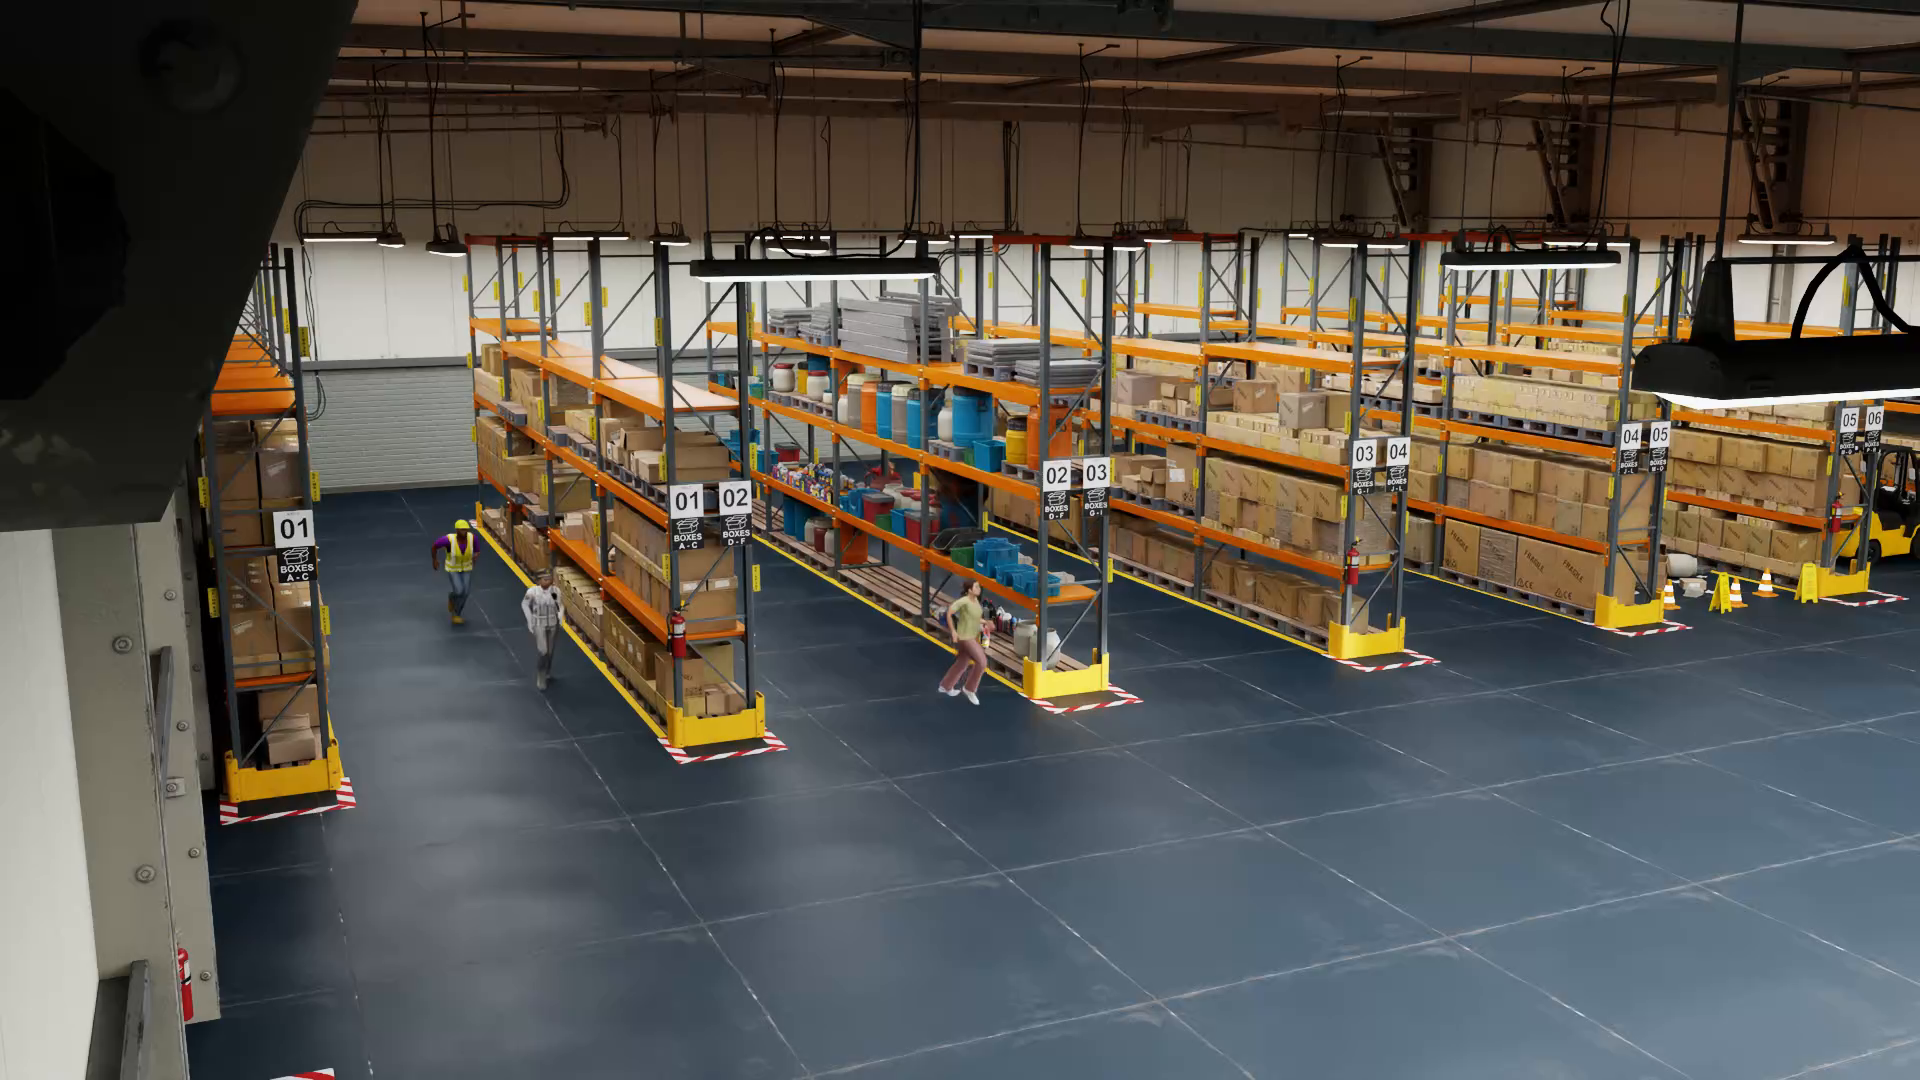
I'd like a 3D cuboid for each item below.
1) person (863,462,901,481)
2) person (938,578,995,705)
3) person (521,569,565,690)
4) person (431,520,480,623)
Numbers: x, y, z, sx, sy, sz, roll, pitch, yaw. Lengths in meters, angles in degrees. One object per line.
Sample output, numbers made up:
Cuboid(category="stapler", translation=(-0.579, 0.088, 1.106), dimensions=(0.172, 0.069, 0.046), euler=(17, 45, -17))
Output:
Cuboid(category="person", translation=(-1.546, -0.892, 33.806), dimensions=(0.694, 1.479, 1.010), euler=(-3, 11, -14))
Cuboid(category="person", translation=(0.070, 1.308, 21.729), dimensions=(0.785, 1.677, 0.524), euler=(4, 12, 22))
Cuboid(category="person", translation=(-5.647, 1.201, 22.660), dimensions=(0.533, 1.712, 0.764), euler=(-7, 13, -32))
Cuboid(category="person", translation=(-7.873, 0.501, 26.164), dimensions=(0.700, 1.681, 0.711), euler=(-9, 14, -39))
